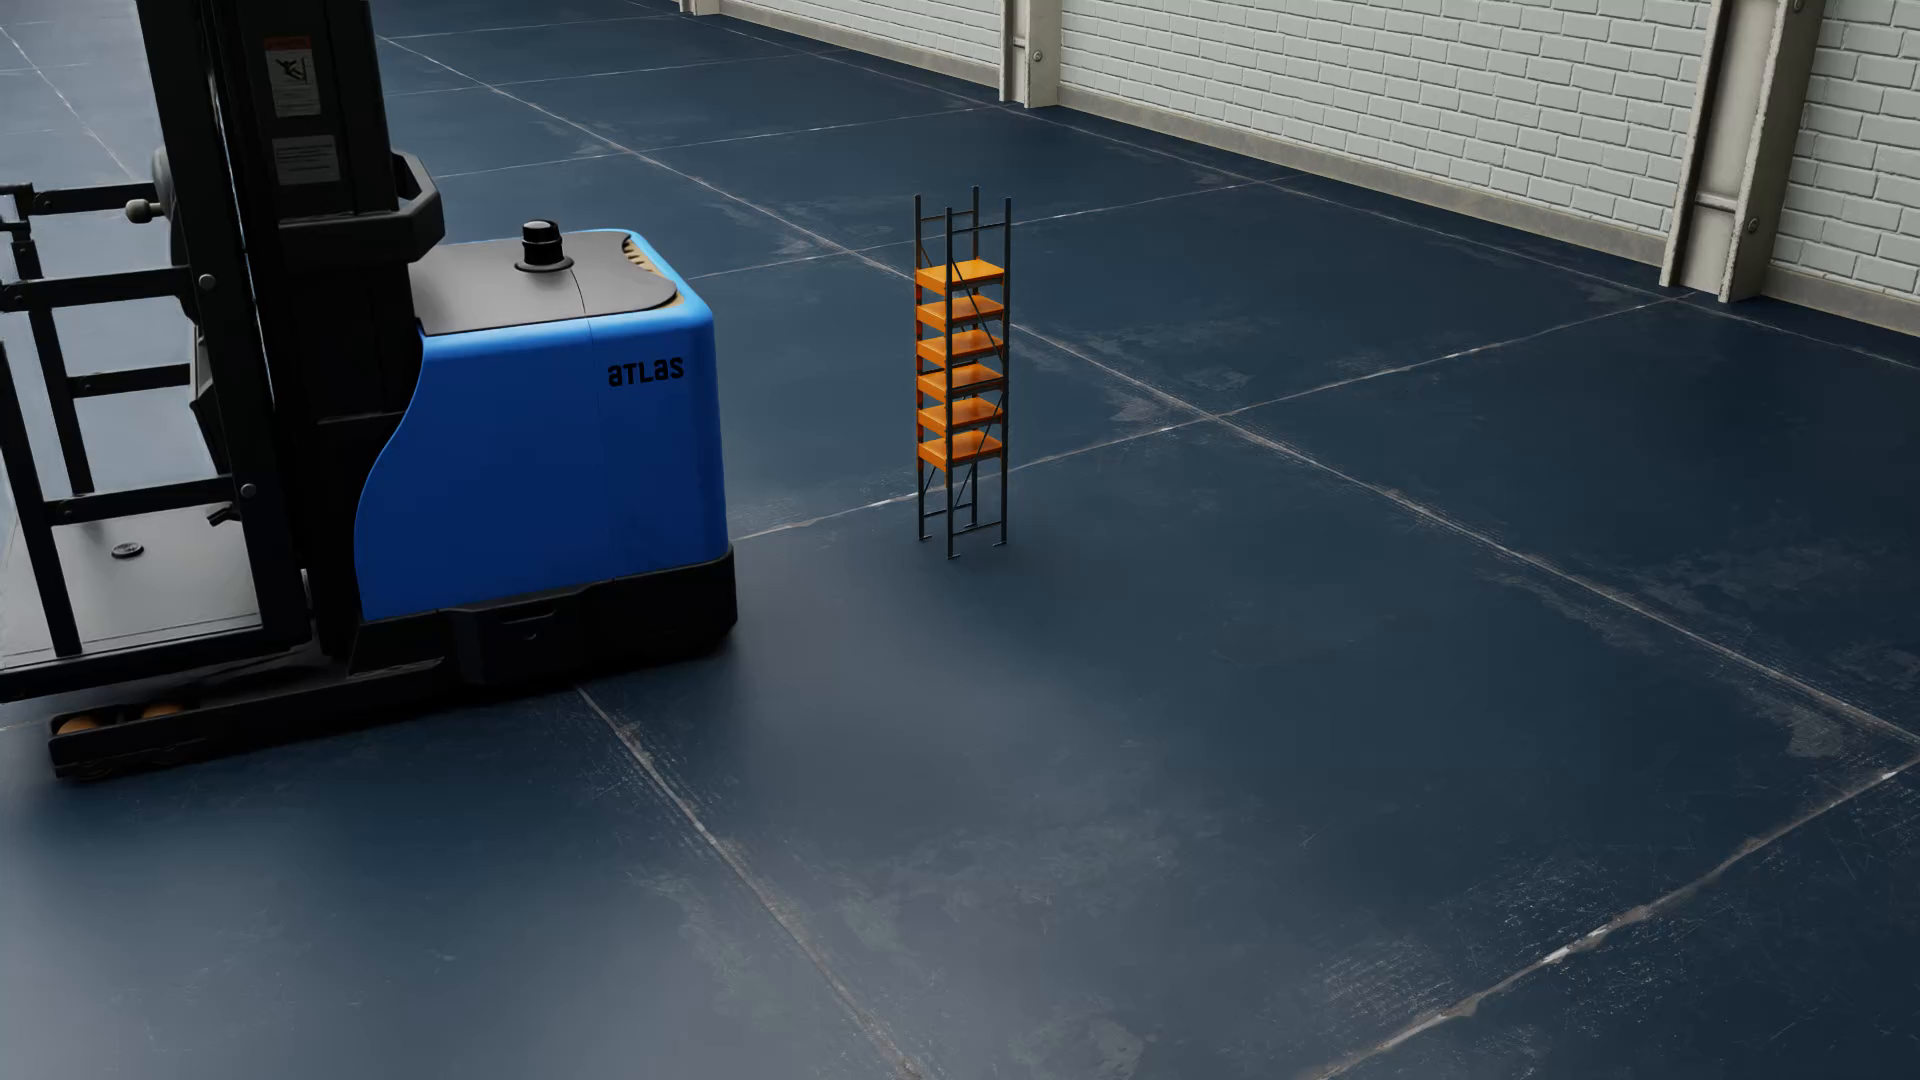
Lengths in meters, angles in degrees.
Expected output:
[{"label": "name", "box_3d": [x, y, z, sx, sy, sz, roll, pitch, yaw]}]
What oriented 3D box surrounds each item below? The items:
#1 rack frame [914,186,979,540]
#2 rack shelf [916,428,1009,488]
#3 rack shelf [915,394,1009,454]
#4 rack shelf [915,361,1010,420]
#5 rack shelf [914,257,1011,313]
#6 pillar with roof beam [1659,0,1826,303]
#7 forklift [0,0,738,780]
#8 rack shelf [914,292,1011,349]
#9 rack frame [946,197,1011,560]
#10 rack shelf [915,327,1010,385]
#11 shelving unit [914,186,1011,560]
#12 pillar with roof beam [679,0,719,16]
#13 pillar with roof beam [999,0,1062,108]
[{"label": "rack frame", "box_3d": [-0.042, -0.570, 5.552, 0.240, 1.200, 0.006, -16, 29, -30]}, {"label": "rack shelf", "box_3d": [0.008, -0.280, 5.604, 0.258, 0.103, 0.180, -16, 29, -30]}, {"label": "rack shelf", "box_3d": [0.008, -0.389, 5.553, 0.258, 0.103, 0.180, -16, 29, -30]}, {"label": "rack shelf", "box_3d": [0.008, -0.497, 5.502, 0.258, 0.103, 0.180, -16, 29, -30]}, {"label": "rack shelf", "box_3d": [0.008, -0.823, 5.348, 0.258, 0.103, 0.180, -16, 29, -30]}, {"label": "pillar with roof beam", "box_3d": [0.212, -4.344, 4.411, 9.100, 9.000, 0.400, -16, 29, -30]}, {"label": "forklift", "box_3d": [-2.244, -0.946, 4.321, 3.031, 2.935, 1.130, -10, 27, -21]}, {"label": "rack shelf", "box_3d": [0.008, -0.714, 5.399, 0.258, 0.103, 0.180, -16, 29, -30]}, {"label": "rack frame", "box_3d": [0.058, -0.505, 5.414, 0.240, 1.200, 0.006, -16, 29, -30]}, {"label": "rack shelf", "box_3d": [0.008, -0.606, 5.451, 0.258, 0.103, 0.180, -16, 29, -30]}, {"label": "shelving unit", "box_3d": [0.008, -0.537, 5.483, 0.258, 1.200, 0.189, -16, 29, -30]}, {"label": "pillar with roof beam", "box_3d": [-6.339, -8.636, 13.503, 9.100, 9.000, 0.400, -16, 29, -30]}, {"label": "pillar with roof beam", "box_3d": [-3.063, -6.490, 8.957, 9.100, 9.000, 0.400, -16, 29, -30]}]
